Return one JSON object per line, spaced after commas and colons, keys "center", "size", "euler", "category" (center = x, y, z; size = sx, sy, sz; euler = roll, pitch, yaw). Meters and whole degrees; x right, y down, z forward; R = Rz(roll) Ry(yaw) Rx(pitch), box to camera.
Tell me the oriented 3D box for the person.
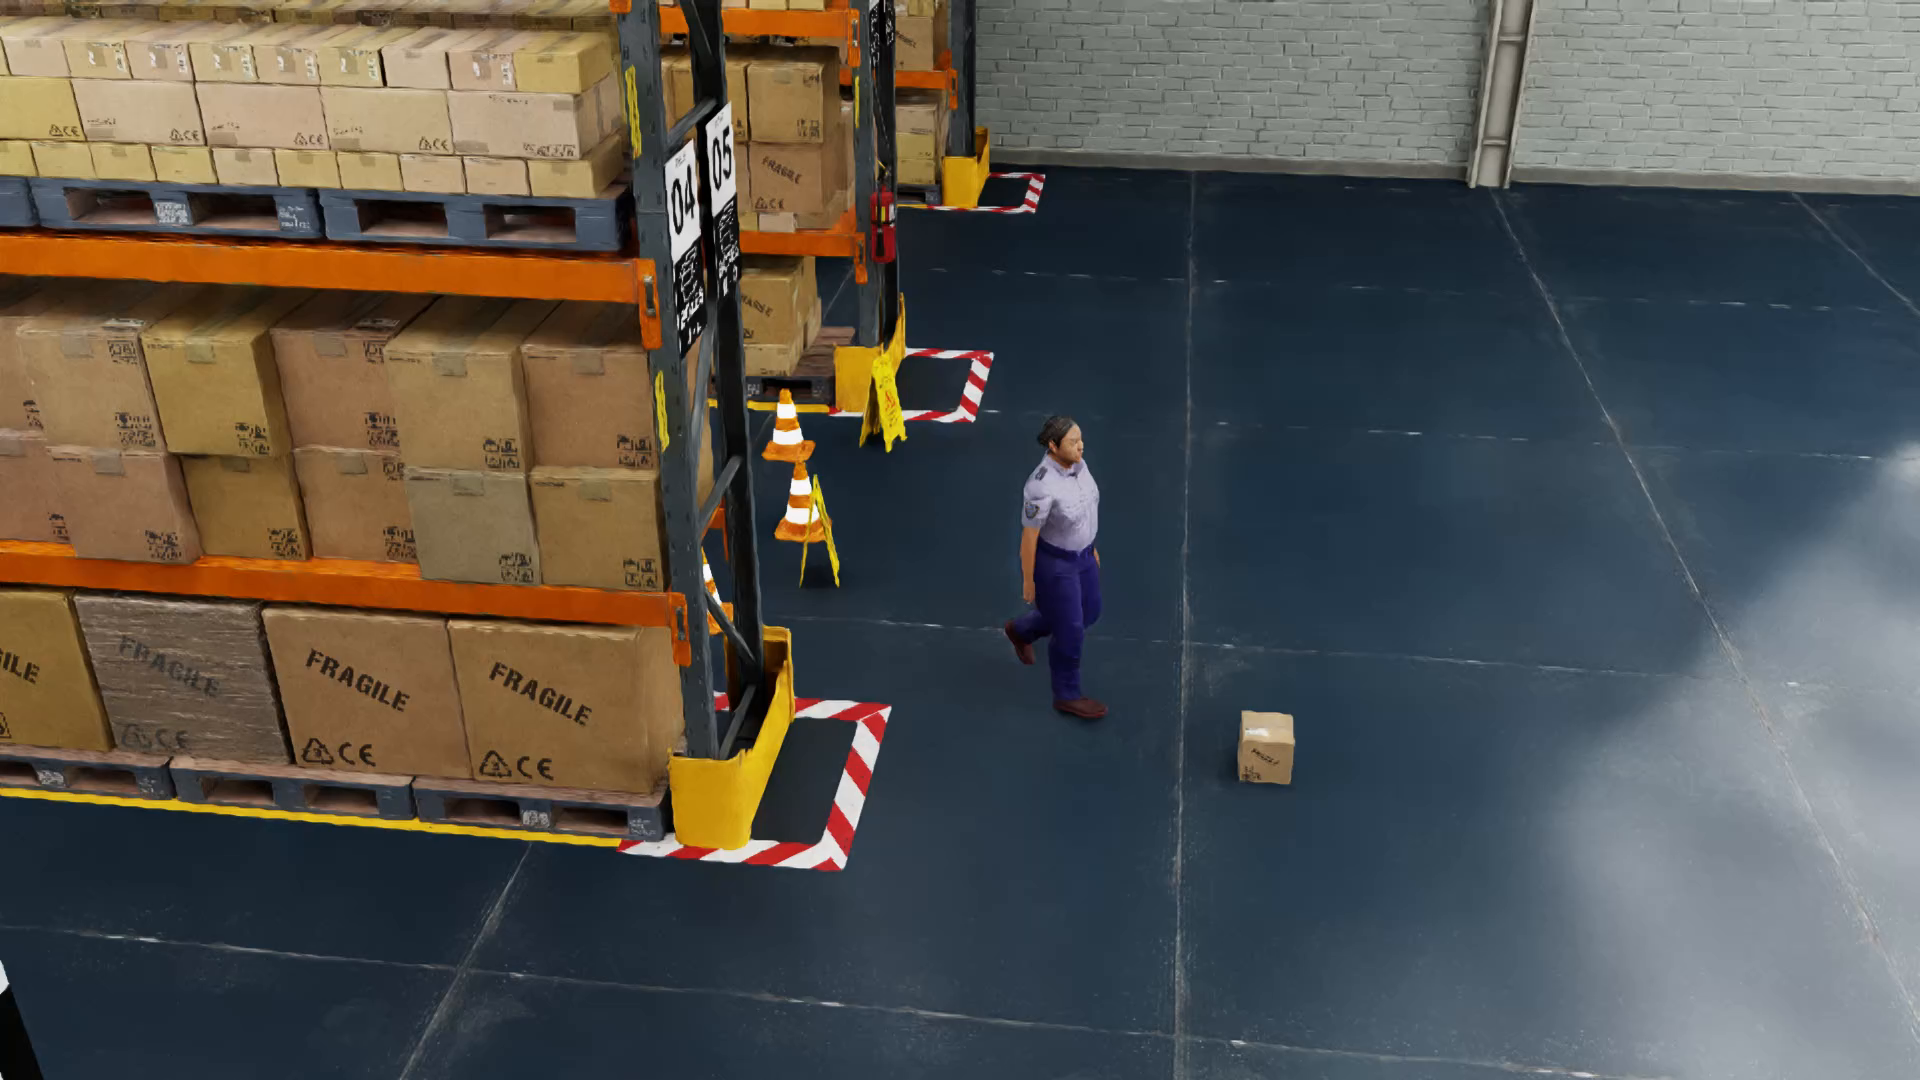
{"center": [0.485, 0.102, 8.428], "size": [0.690, 1.626, 0.505], "euler": [16, 32, 26], "category": "person"}
